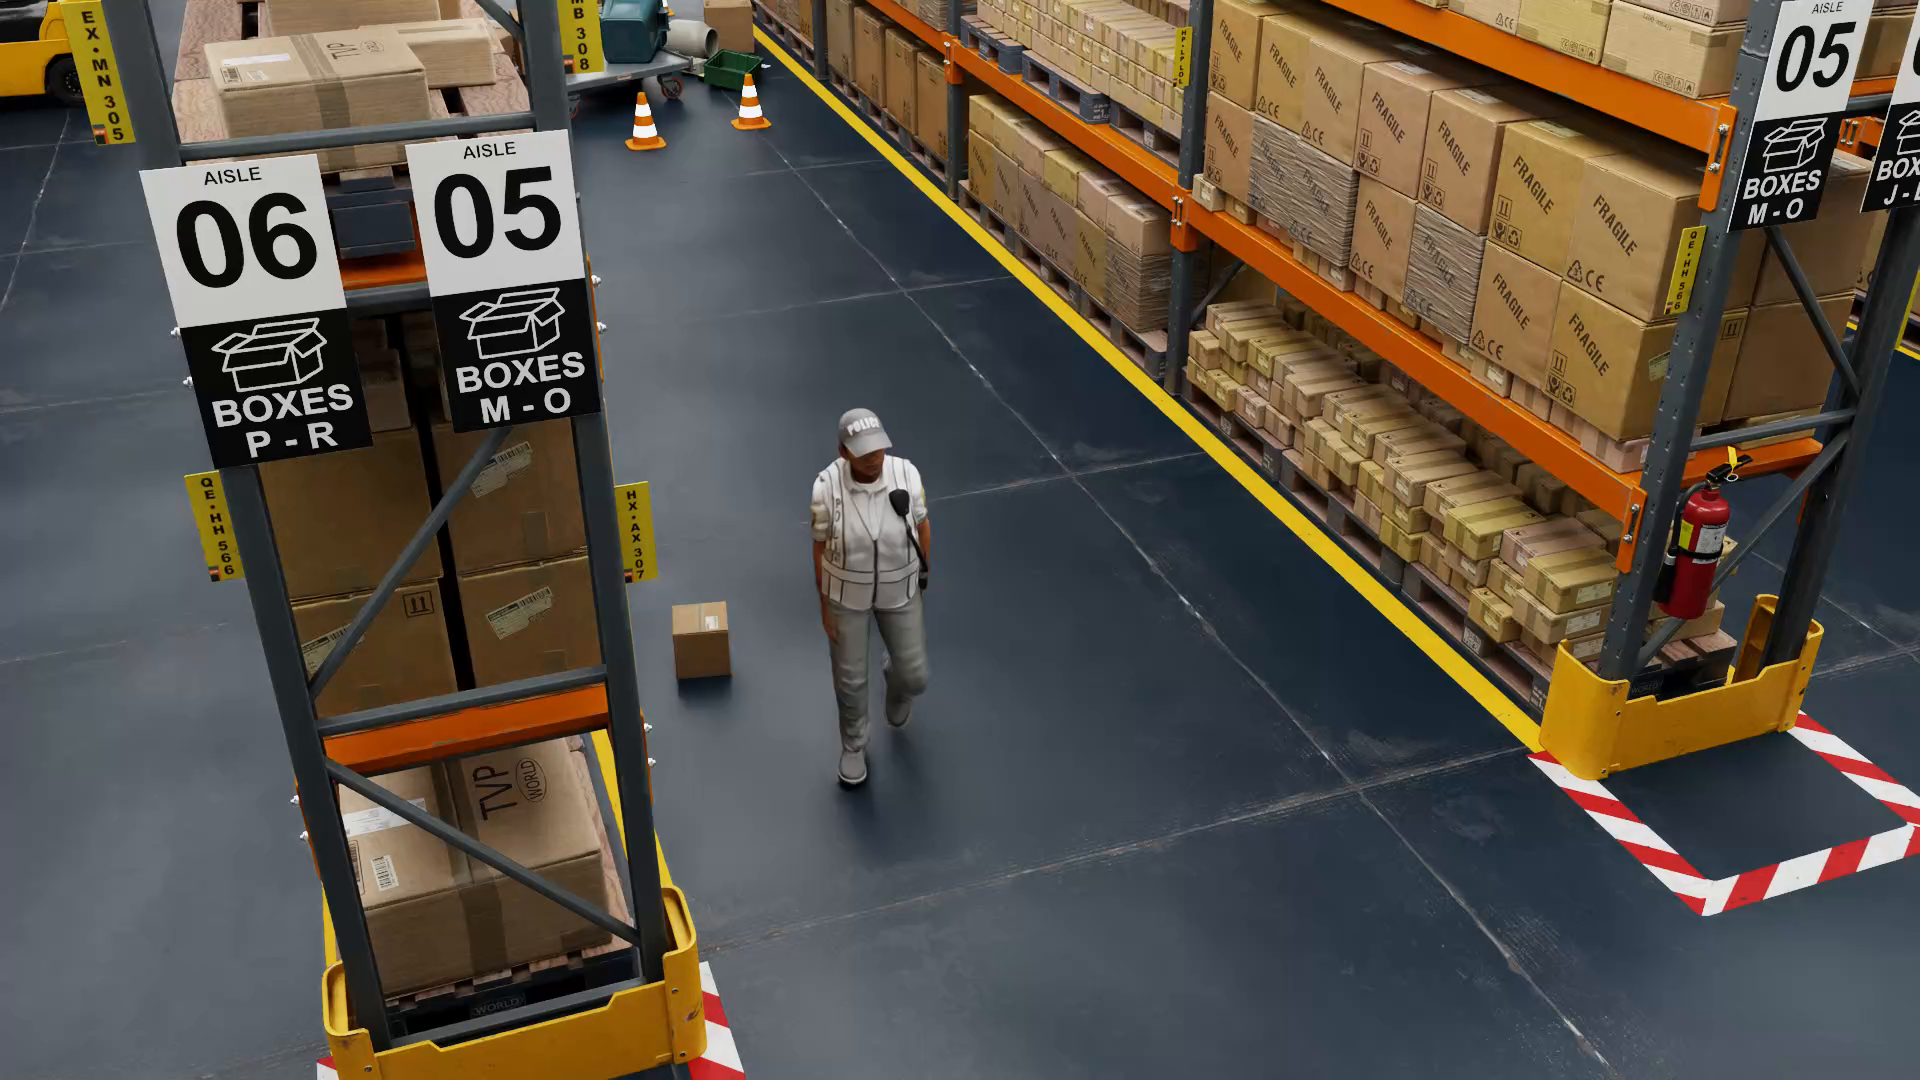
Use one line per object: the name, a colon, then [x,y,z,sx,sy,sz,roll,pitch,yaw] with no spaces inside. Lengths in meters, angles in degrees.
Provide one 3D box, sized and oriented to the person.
person: [-0.359,0.180,6.785,0.481,1.648,0.536,-5,30,-8]
